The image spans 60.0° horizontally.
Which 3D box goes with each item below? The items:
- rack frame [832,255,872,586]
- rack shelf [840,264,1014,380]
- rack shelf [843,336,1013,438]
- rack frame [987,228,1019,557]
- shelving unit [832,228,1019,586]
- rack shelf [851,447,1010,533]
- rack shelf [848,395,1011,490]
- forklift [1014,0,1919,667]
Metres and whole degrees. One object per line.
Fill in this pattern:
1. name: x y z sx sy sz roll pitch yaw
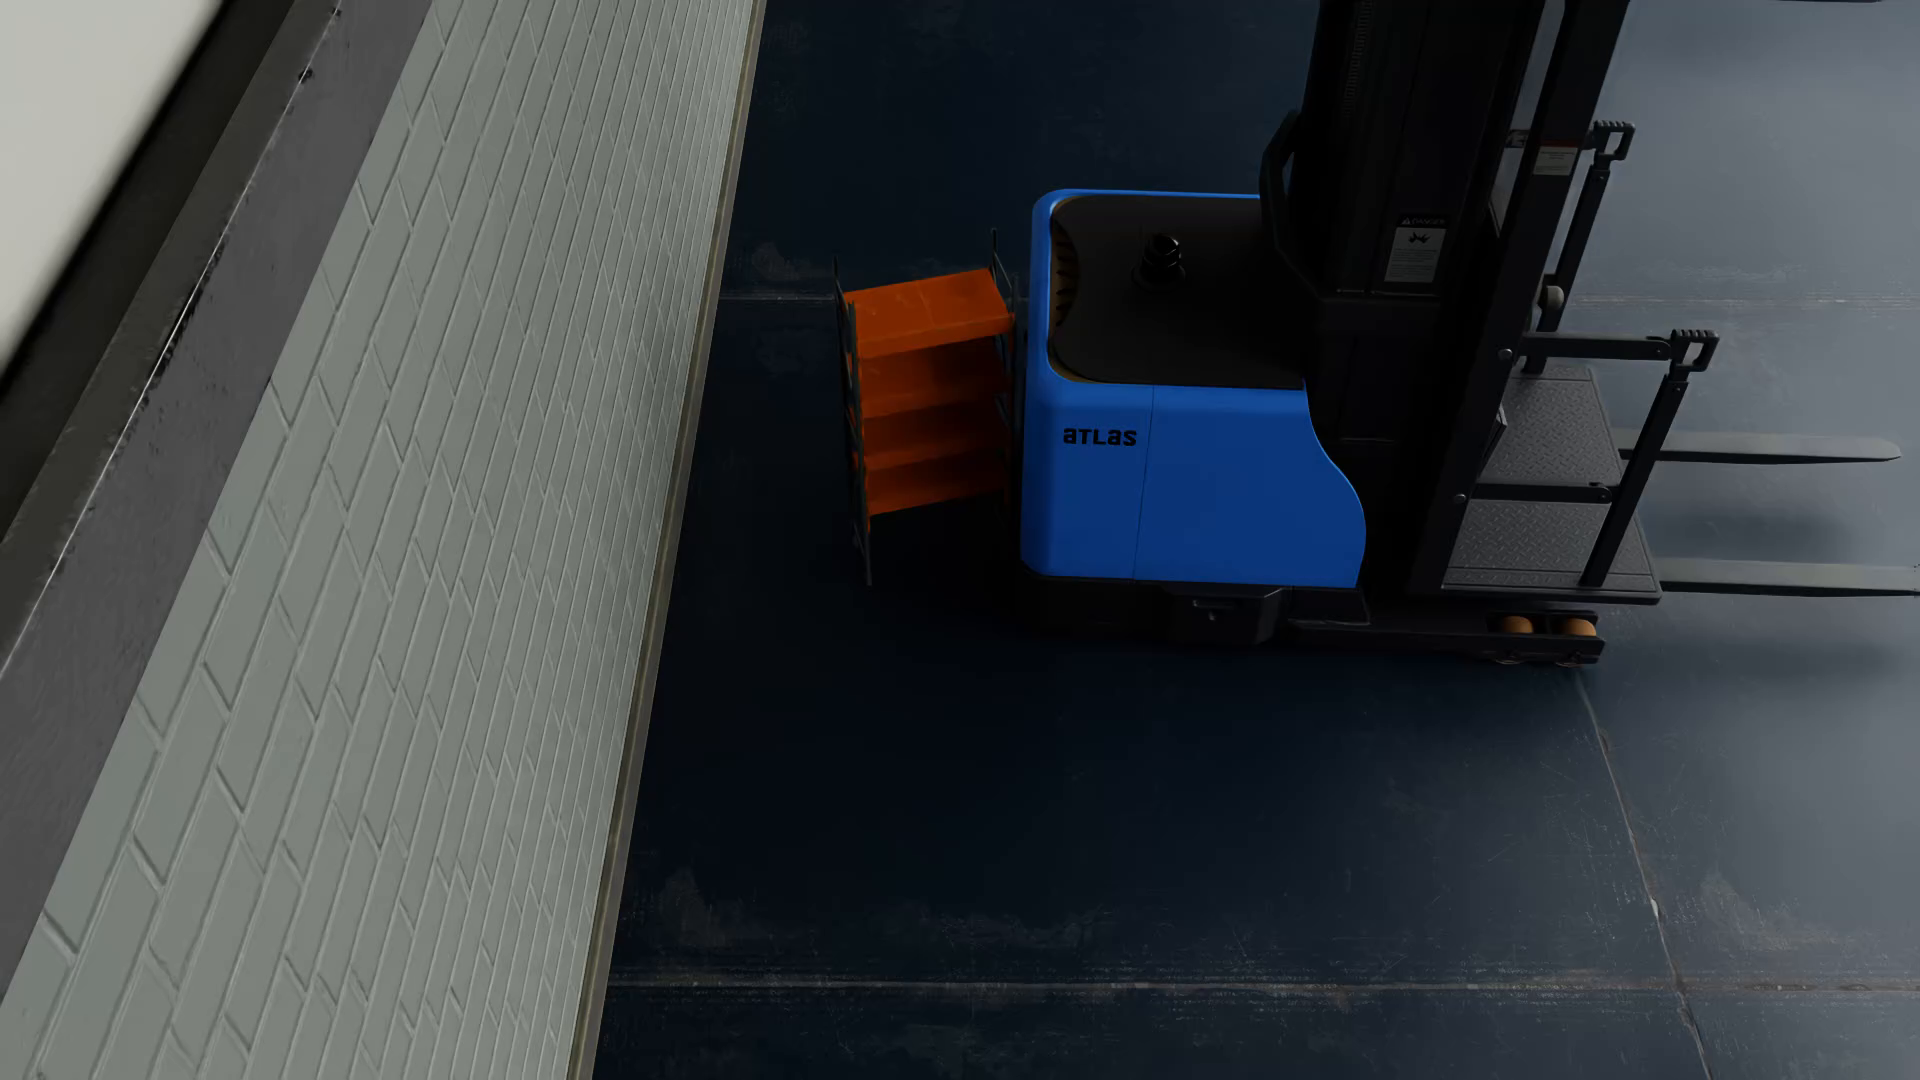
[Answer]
1. rack frame: -0.338 -0.341 5.247 0.015 1.200 0.240 -12 48 -11
2. rack shelf: -0.103 -0.659 5.005 0.480 0.148 0.258 -12 48 -11
3. rack shelf: -0.103 -0.497 5.178 0.480 0.148 0.258 -12 48 -11
4. rack frame: 0.132 -0.437 5.336 0.015 1.200 0.240 -12 48 -11
5. shelving unit: -0.103 -0.389 5.292 0.503 1.200 0.258 -12 48 -11
6. rack shelf: -0.102 -0.207 5.485 0.480 0.148 0.258 -12 48 -11
7. rack shelf: -0.103 -0.343 5.341 0.480 0.148 0.258 -12 48 -11
8. forklift: 1.712 -0.992 4.671 3.031 2.935 1.130 2 47 2
